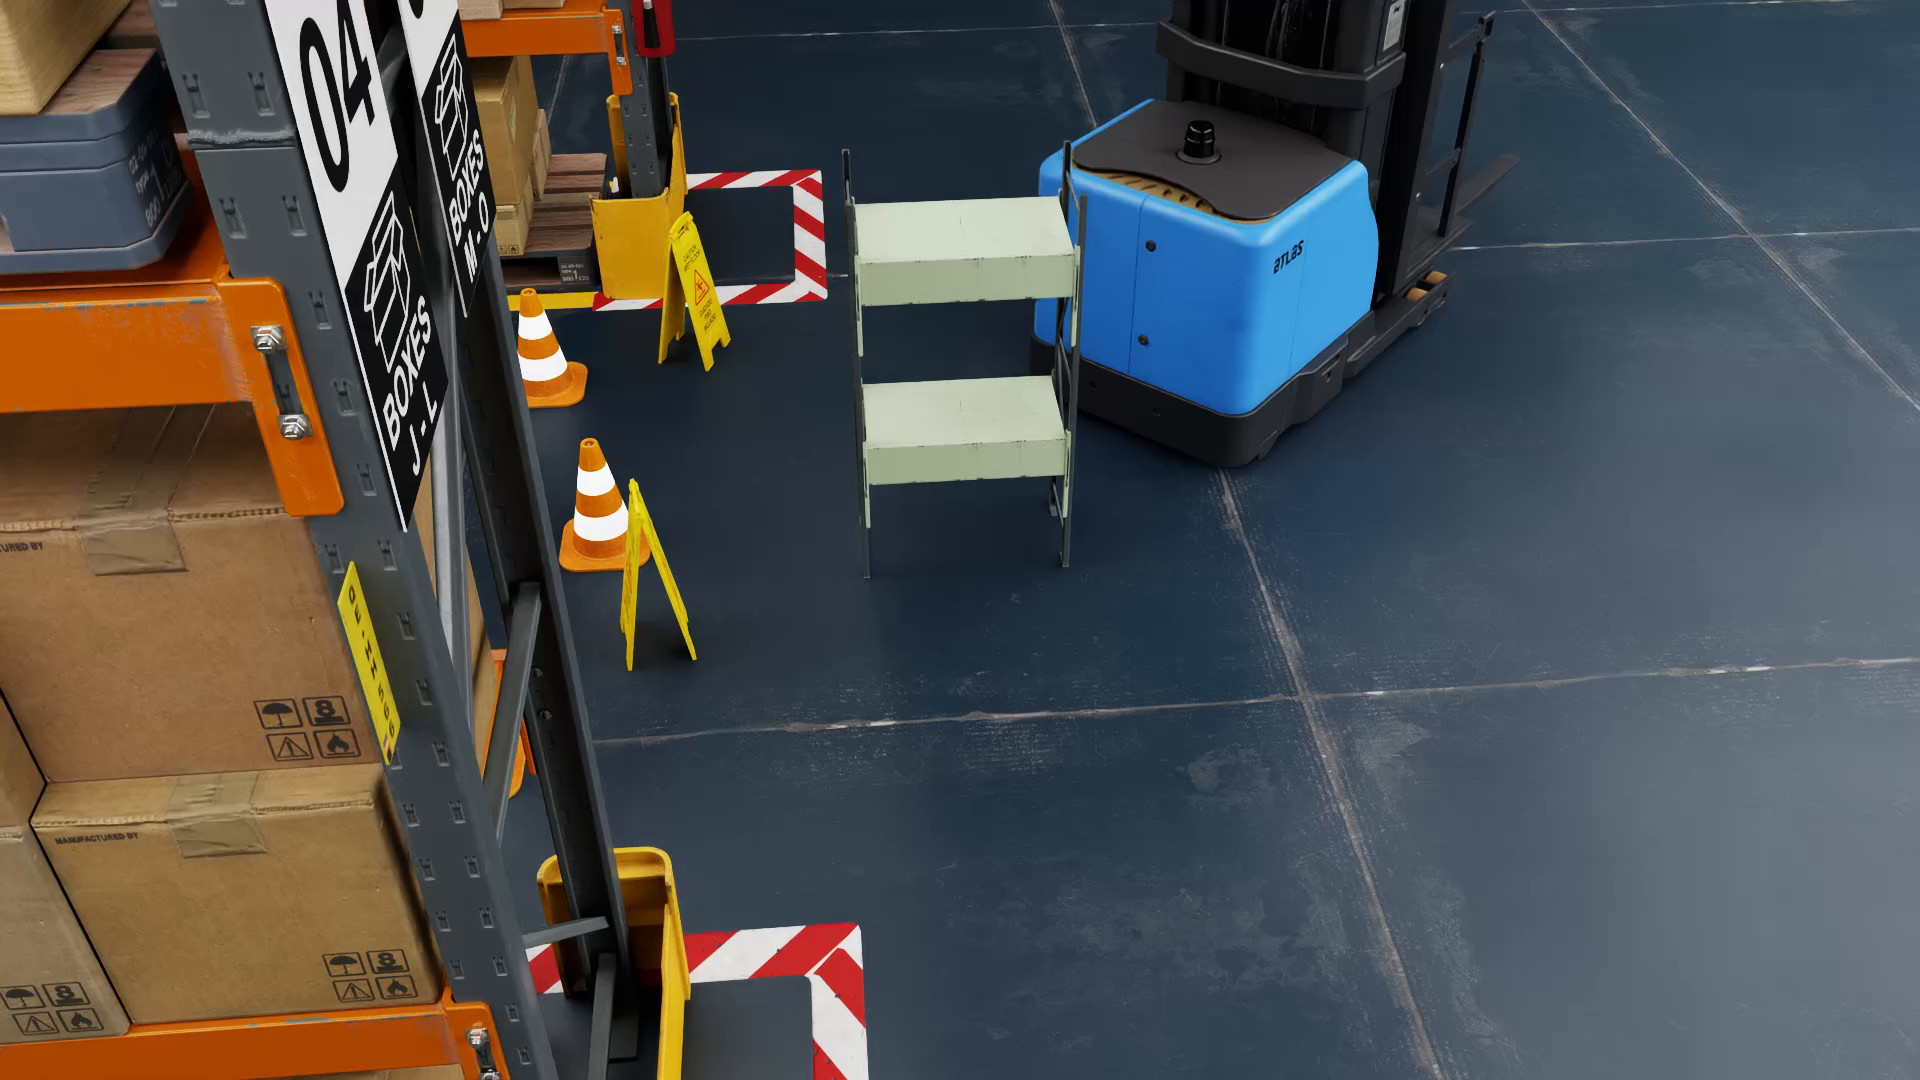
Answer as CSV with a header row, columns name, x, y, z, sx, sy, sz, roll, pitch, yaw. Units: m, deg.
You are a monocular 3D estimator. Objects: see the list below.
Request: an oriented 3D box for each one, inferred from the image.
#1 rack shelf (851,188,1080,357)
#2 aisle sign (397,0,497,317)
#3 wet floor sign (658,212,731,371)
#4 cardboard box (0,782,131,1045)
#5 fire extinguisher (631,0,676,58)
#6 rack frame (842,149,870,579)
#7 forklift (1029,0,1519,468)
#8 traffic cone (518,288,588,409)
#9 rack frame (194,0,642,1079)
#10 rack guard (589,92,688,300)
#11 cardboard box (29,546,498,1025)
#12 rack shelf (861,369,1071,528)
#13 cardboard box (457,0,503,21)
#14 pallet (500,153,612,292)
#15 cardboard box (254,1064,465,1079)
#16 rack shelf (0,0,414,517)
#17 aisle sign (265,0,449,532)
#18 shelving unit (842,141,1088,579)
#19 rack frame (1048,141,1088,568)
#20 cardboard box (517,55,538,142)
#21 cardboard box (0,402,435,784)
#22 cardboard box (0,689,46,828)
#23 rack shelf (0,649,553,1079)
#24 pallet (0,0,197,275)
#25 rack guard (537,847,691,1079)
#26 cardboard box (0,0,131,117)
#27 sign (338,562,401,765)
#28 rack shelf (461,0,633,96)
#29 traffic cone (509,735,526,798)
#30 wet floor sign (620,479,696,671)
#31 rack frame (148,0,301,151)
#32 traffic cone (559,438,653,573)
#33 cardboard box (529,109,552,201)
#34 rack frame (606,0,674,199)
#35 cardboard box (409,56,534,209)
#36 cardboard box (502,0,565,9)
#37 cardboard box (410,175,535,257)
name,x,y,z,sx,sy,sz,roll,pitch,yaw
rack shelf,0.007,-0.896,5.544,0.720,0.370,0.431,-3,38,-4
aisle sign,-0.864,-0.812,2.759,0.004,0.787,0.394,-3,38,-4
wet floor sign,-1.163,-1.077,7.094,0.232,0.644,0.267,9,39,12
cardboard box,-1.820,0.430,3.162,0.550,0.550,0.875,-3,38,-4
fire extinguisher,-1.292,-2.343,6.860,0.183,0.674,0.296,-3,38,-4
rack frame,-0.358,-0.569,5.760,0.023,1.500,0.400,-3,38,-4
forklift,1.598,-2.286,6.781,1.130,2.935,3.031,26,45,29
traffic cone,-1.761,-0.836,6.936,0.334,0.463,0.336,-3,38,-4
rack frame,-0.908,0.397,3.325,0.127,3.000,1.000,-3,38,-4
rack guard,-1.523,-1.666,7.957,0.348,0.500,1.175,-3,38,-4
cardboard box,-1.274,0.387,3.217,0.550,0.550,0.875,-3,38,-4
rack shelf,0.007,-0.333,5.988,0.720,0.370,0.431,-3,38,-4
cardboard box,-2.043,-2.318,6.969,0.250,0.149,0.380,-4,38,-5
pallet,-2.335,-1.530,8.018,1.213,0.211,1.003,-3,38,-4
cardboard box,-1.578,1.145,3.754,0.875,0.875,0.875,-3,38,-4
rack shelf,-2.900,-0.388,2.479,4.000,0.370,1.077,-3,38,-4
aisle sign,-0.811,-0.442,2.290,0.004,0.787,0.394,-3,38,-4
shelving unit,0.007,-0.589,5.786,0.755,1.500,0.431,-3,38,-4
rack frame,0.371,-0.609,5.811,0.023,1.500,0.400,-3,38,-4
cardboard box,-2.299,-2.156,7.836,0.500,0.500,0.500,-4,38,-5
cardboard box,-1.281,-0.089,2.948,0.550,0.550,0.875,-3,38,-4
cardboard box,-1.821,-0.002,2.838,0.550,0.550,0.875,-3,38,-4
rack shelf,-2.900,0.790,3.408,4.000,0.370,1.077,-3,38,-4
pallet,-1.646,-0.698,2.363,1.213,0.211,1.003,-3,38,-4
rack guard,-0.884,1.377,4.101,0.348,0.500,1.175,-3,38,-4
cardboard box,-1.209,-0.658,2.024,0.250,0.149,0.380,-3,38,-4
sign,-0.874,0.185,2.467,0.005,0.325,0.100,-3,38,-4
rack shelf,-3.439,-2.259,7.272,4.000,0.370,1.077,-3,38,-4
traffic cone,-1.563,0.546,5.184,0.334,0.463,0.336,-3,38,-4
wet floor sign,-1.055,0.098,5.604,0.232,0.644,0.267,-9,39,-12
rack frame,-0.908,-1.958,1.466,0.127,3.000,1.000,-3,38,-4
traffic cone,-1.324,-0.170,6.091,0.334,0.463,0.336,-3,38,-4
cardboard box,-2.275,-1.863,8.070,0.500,0.250,0.500,-3,38,-4
rack frame,-1.447,-2.651,7.188,0.127,3.000,1.000,-3,38,-4
cardboard box,-2.222,-1.826,7.418,0.500,0.500,0.500,-3,38,-4
cardboard box,-1.801,-2.400,7.073,0.250,0.149,0.380,-2,38,-2
cardboard box,-2.252,-1.525,7.642,0.500,0.250,0.500,-3,38,-4
